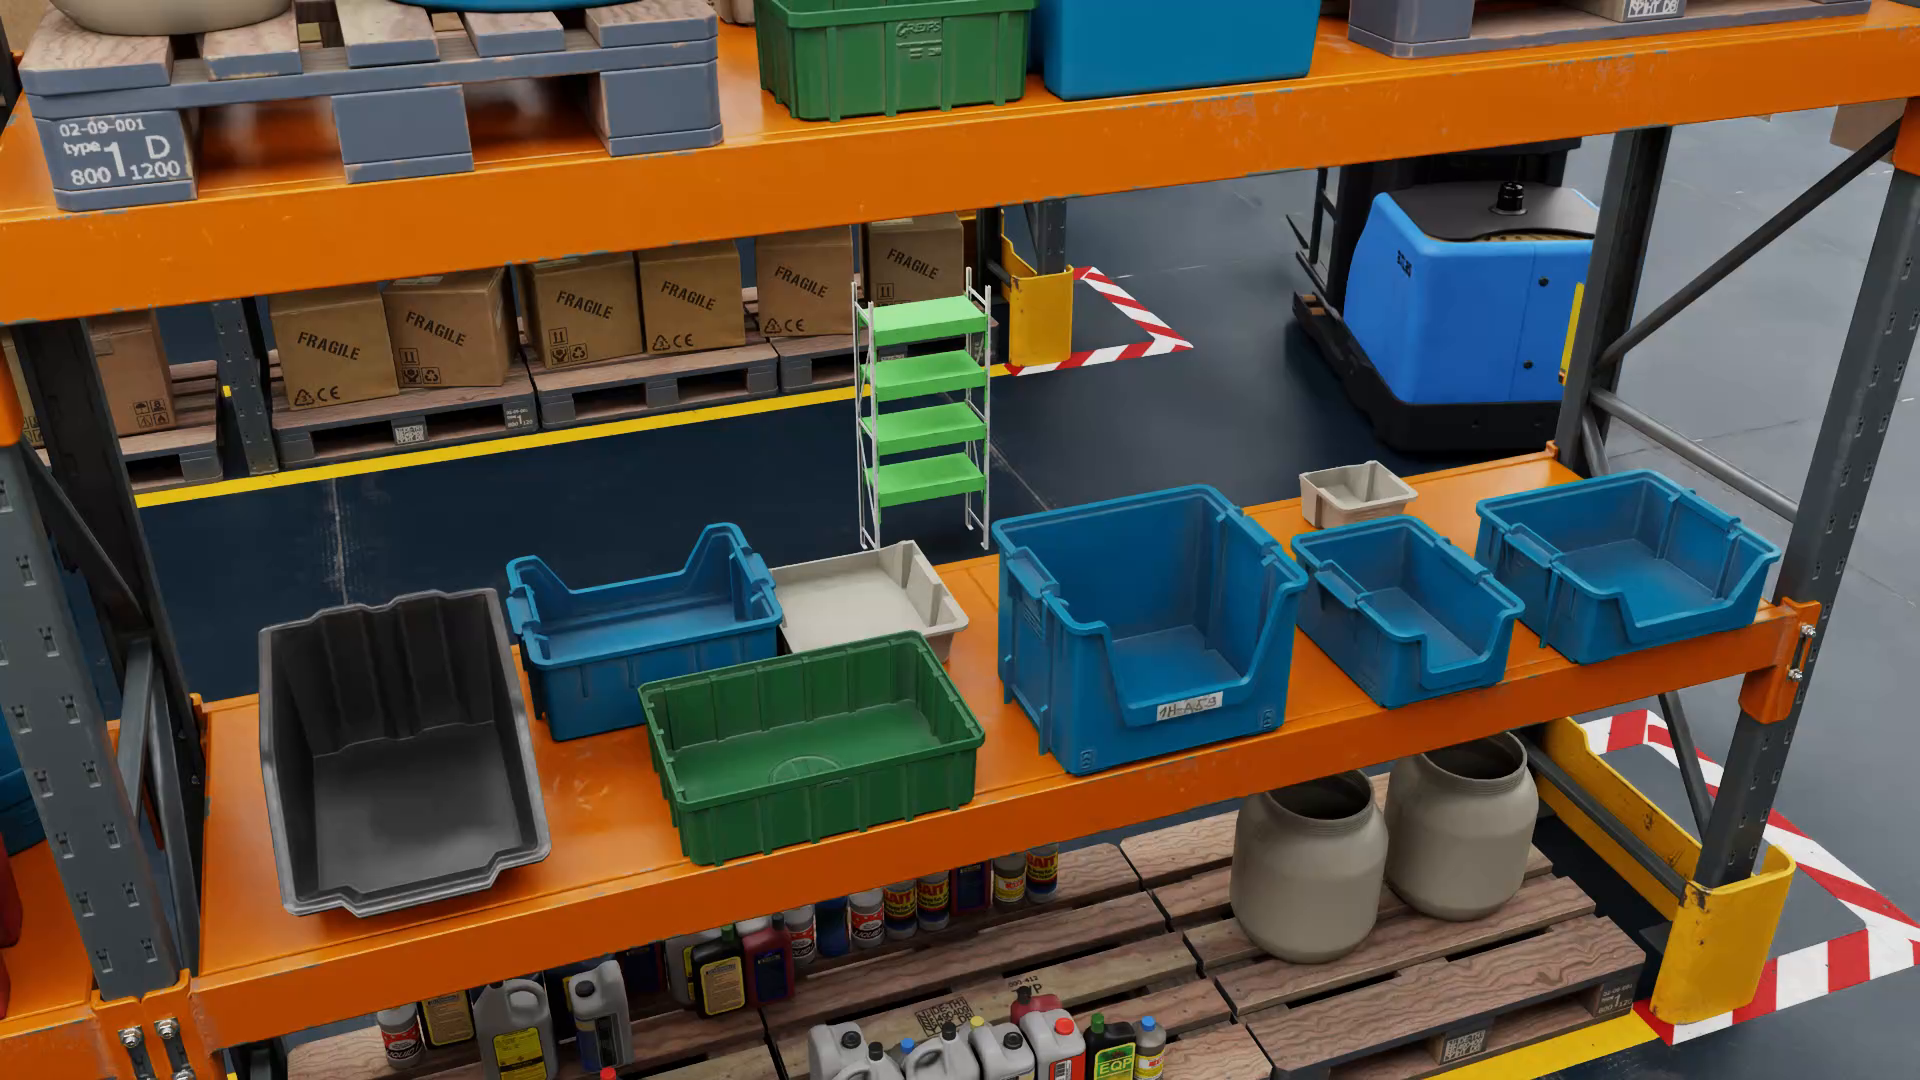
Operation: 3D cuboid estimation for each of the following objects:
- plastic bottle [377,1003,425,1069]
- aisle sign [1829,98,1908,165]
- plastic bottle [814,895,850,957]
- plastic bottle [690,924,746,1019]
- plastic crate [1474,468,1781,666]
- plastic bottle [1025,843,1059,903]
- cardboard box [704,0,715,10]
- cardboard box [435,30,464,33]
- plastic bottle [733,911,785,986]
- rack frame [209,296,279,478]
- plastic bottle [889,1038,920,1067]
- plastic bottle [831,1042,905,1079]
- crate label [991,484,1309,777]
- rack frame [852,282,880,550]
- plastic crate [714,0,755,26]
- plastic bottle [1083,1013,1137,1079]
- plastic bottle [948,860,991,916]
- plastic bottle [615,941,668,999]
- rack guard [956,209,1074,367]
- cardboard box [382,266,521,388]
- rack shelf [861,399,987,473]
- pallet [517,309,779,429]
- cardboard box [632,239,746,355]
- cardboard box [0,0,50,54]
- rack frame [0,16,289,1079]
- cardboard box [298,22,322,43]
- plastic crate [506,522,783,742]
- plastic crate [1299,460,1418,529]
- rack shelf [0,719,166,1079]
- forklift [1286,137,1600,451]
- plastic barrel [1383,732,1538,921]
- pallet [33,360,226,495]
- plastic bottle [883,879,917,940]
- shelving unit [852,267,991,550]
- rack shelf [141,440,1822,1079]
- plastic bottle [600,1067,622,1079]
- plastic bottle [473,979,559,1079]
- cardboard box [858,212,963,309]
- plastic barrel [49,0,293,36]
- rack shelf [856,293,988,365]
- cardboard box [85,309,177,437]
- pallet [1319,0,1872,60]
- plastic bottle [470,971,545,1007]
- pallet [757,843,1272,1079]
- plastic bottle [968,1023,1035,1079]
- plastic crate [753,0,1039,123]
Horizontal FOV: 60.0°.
[{"bbox_3d":[-1.468,1.278,4.359,0.097,0.201,0.097,0,30,0],"label":"plastic bottle"},{"bbox_3d":[2.220,-1.234,3.760,0.004,0.787,0.394,-10,31,-18],"label":"aisle sign"},{"bbox_3d":[-0.364,1.044,4.699,0.097,0.271,0.097,0,30,0],"label":"plastic bottle"},{"bbox_3d":[-0.654,1.159,4.485,0.133,0.283,0.061,-10,31,-18],"label":"plastic bottle"},{"bbox_3d":[1.684,0.060,4.265,0.616,0.251,0.499,-10,31,-18],"label":"plastic crate"},{"bbox_3d":[0.241,0.933,4.894,0.097,0.271,0.097,0,30,0],"label":"plastic bottle"},{"bbox_3d":[-1.043,-2.751,7.638,0.500,0.500,0.500,-10,31,-18],"label":"cardboard box"},{"bbox_3d":[-2.503,-2.129,7.555,0.500,0.500,0.875,-10,31,-18],"label":"cardboard box"},{"bbox_3d":[-0.560,1.093,4.609,0.135,0.276,0.152,-10,31,-17],"label":"plastic bottle"},{"bbox_3d":[-3.427,-1.837,7.445,0.127,3.000,1.000,-10,31,-18],"label":"rack frame"},{"bbox_3d":[-0.132,1.352,4.229,0.097,0.201,0.097,0,30,0],"label":"plastic bottle"},{"bbox_3d":[-0.223,1.368,4.051,0.185,0.351,0.144,-11,31,-18],"label":"plastic bottle"},{"bbox_3d":[0.419,0.198,3.837,0.616,0.435,0.502,-10,31,-18],"label":"crate label"},{"bbox_3d":[-0.384,-0.451,6.829,0.015,1.200,0.240,-10,31,-18],"label":"rack frame"},{"bbox_3d":[-0.336,-1.193,3.550,0.396,0.136,0.243,-10,31,-18],"label":"plastic crate"},{"bbox_3d":[0.378,1.308,4.223,0.133,0.283,0.061,-10,31,-16],"label":"plastic bottle"},{"bbox_3d":[0.023,0.958,4.838,0.133,0.283,0.061,-10,31,-17],"label":"plastic bottle"},{"bbox_3d":[-0.879,1.124,4.546,0.133,0.283,0.061,-8,31,-14],"label":"plastic bottle"},{"bbox_3d":[0.251,-1.429,9.253,0.348,0.500,1.175,-10,31,-18],"label":"rack guard"},{"bbox_3d":[-2.504,-1.087,8.228,0.500,0.500,0.500,-1,30,-2],"label":"cardboard box"},{"bbox_3d":[-0.155,-0.437,6.934,0.480,0.148,0.258,-10,31,-18],"label":"rack shelf"},{"bbox_3d":[-1.664,-0.971,8.740,1.213,0.211,1.003,-10,31,-18],"label":"pallet"},{"bbox_3d":[-1.411,-1.306,8.613,0.500,0.500,0.500,-8,31,-13],"label":"cardboard box"},{"bbox_3d":[-4.220,-2.208,7.066,1.000,1.000,1.000,-10,31,-17],"label":"cardboard box"},{"bbox_3d":[-1.701,0.459,3.414,0.053,2.616,0.949,-10,31,-18],"label":"rack frame"},{"bbox_3d":[-2.916,-2.404,7.028,0.500,0.500,0.500,-10,31,-18],"label":"cardboard box"},{"bbox_3d":[-0.757,0.208,4.005,0.616,0.251,0.499,-10,31,-18],"label":"plastic crate"},{"bbox_3d":[1.098,-0.110,4.680,0.250,0.136,0.298,-10,31,-18],"label":"plastic crate"},{"bbox_3d":[-3.574,1.118,2.984,4.000,0.370,1.077,-10,31,-18],"label":"rack shelf"},{"bbox_3d":[2.470,-2.388,8.481,1.130,2.935,3.031,-2,30,-3],"label":"forklift"},{"bbox_3d":[1.459,0.818,4.874,0.421,0.512,0.421,0,30,0],"label":"plastic barrel"},{"bbox_3d":[-4.156,-0.491,7.898,1.213,0.211,1.003,-10,31,-18],"label":"pallet"},{"bbox_3d":[-0.174,1.009,4.760,0.097,0.271,0.097,0,30,0],"label":"plastic bottle"},{"bbox_3d":[-0.155,-0.493,6.903,0.503,1.200,0.258,-10,31,-18],"label":"shelving unit"},{"bbox_3d":[0.175,0.428,4.196,4.000,0.370,1.077,-10,31,-18],"label":"rack shelf"},{"bbox_3d":[-0.849,1.407,3.982,0.185,0.351,0.144,-10,31,-18],"label":"plastic bottle"},{"bbox_3d":[-1.146,1.242,4.271,0.185,0.351,0.144,-10,31,-18],"label":"plastic bottle"},{"bbox_3d":[-0.269,-1.524,8.996,0.500,0.500,0.500,-5,30,-8],"label":"cardboard box"},{"bbox_3d":[-1.228,-1.057,2.508,0.421,0.512,0.421,0,30,0],"label":"plastic barrel"},{"bbox_3d":[-0.155,-0.854,6.697,0.480,0.148,0.258,-10,31,-18],"label":"rack shelf"},{"bbox_3d":[-4.010,-0.847,7.786,0.500,0.500,0.700,-13,32,-21],"label":"cardboard box"},{"bbox_3d":[1.240,-1.354,3.757,1.213,0.211,1.003,-10,31,-18],"label":"pallet"},{"bbox_3d":[-1.197,1.175,4.388,0.185,0.351,0.144,-11,32,-19],"label":"plastic bottle"},{"bbox_3d":[0.090,1.363,4.644,1.213,0.211,1.003,-10,31,-18],"label":"pallet"},{"bbox_3d":[0.105,1.337,4.179,0.135,0.276,0.152,-11,32,-19],"label":"plastic bottle"},{"bbox_3d":[-0.126,-0.897,2.978,0.450,0.188,0.336,-10,31,-18],"label":"plastic crate"}]
